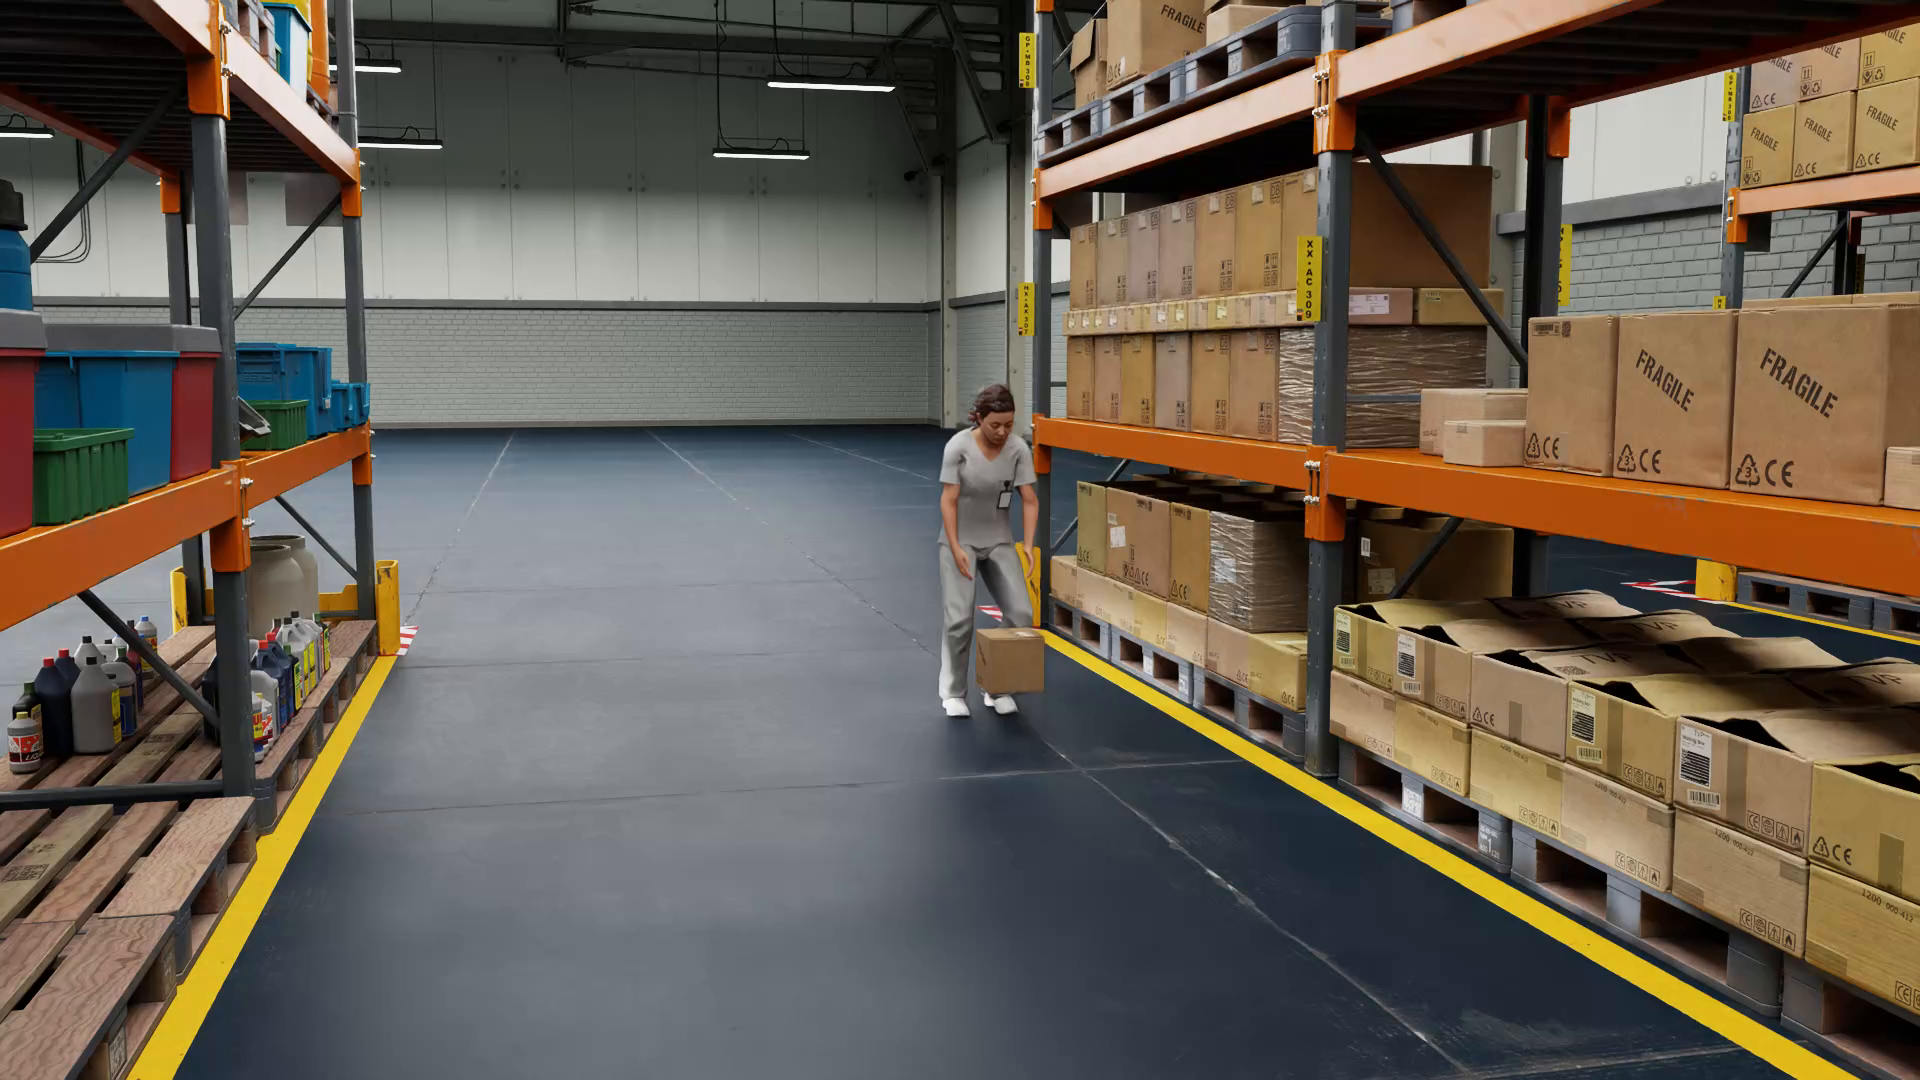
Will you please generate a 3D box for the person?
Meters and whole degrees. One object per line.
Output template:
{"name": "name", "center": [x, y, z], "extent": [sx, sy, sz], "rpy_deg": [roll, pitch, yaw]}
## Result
{"name": "person", "center": [0.132, 0.046, 7.820], "extent": [0.478, 1.556, 0.489], "rpy_deg": [-2, 6, -14]}
